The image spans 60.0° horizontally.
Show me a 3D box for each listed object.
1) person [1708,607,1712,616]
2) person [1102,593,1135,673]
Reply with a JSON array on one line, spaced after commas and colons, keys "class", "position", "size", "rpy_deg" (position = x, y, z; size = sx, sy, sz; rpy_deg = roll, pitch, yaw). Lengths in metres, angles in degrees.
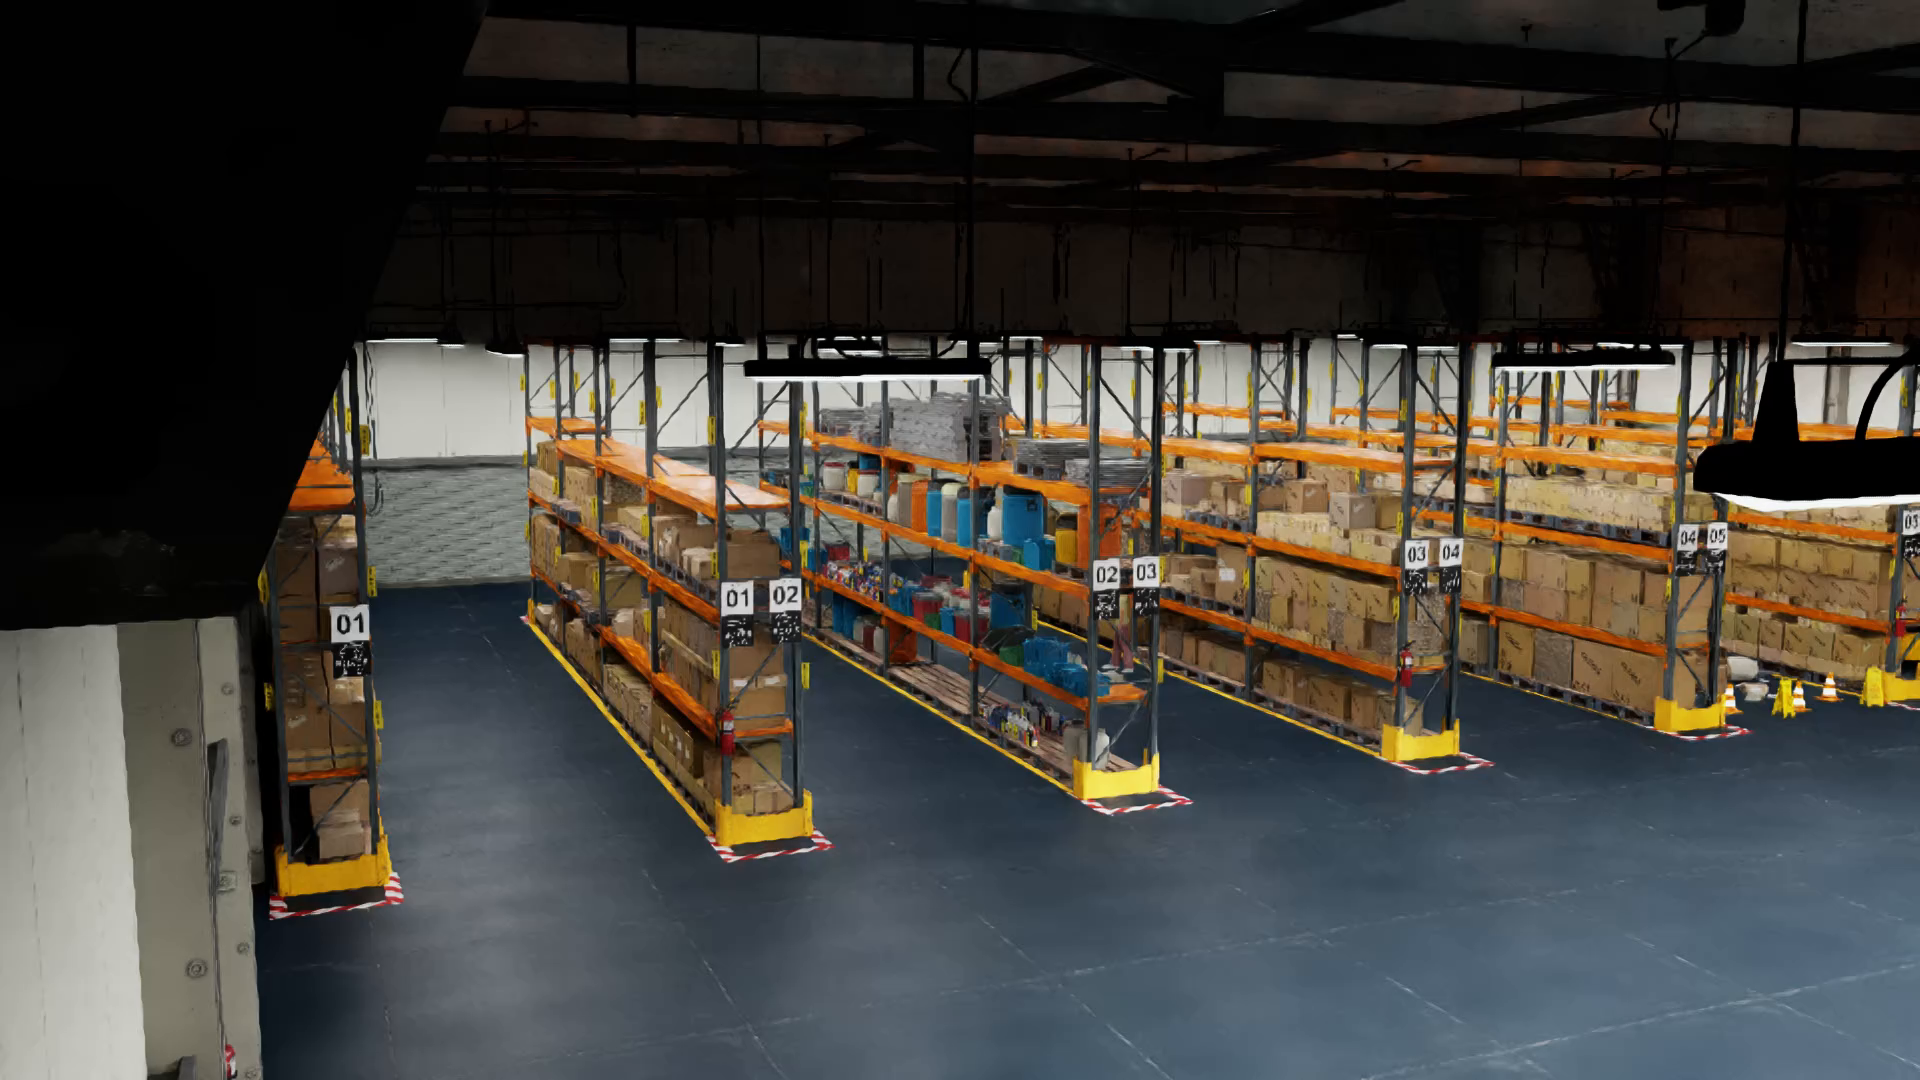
[{"class": "person", "position": [15.311, 0.943, 33.843], "size": [0.576, 1.768, 0.626], "rpy_deg": [1, 8, 9]}, {"class": "person", "position": [2.850, 1.528, 29.830], "size": [0.577, 1.665, 0.555], "rpy_deg": [0, 8, 3]}]
